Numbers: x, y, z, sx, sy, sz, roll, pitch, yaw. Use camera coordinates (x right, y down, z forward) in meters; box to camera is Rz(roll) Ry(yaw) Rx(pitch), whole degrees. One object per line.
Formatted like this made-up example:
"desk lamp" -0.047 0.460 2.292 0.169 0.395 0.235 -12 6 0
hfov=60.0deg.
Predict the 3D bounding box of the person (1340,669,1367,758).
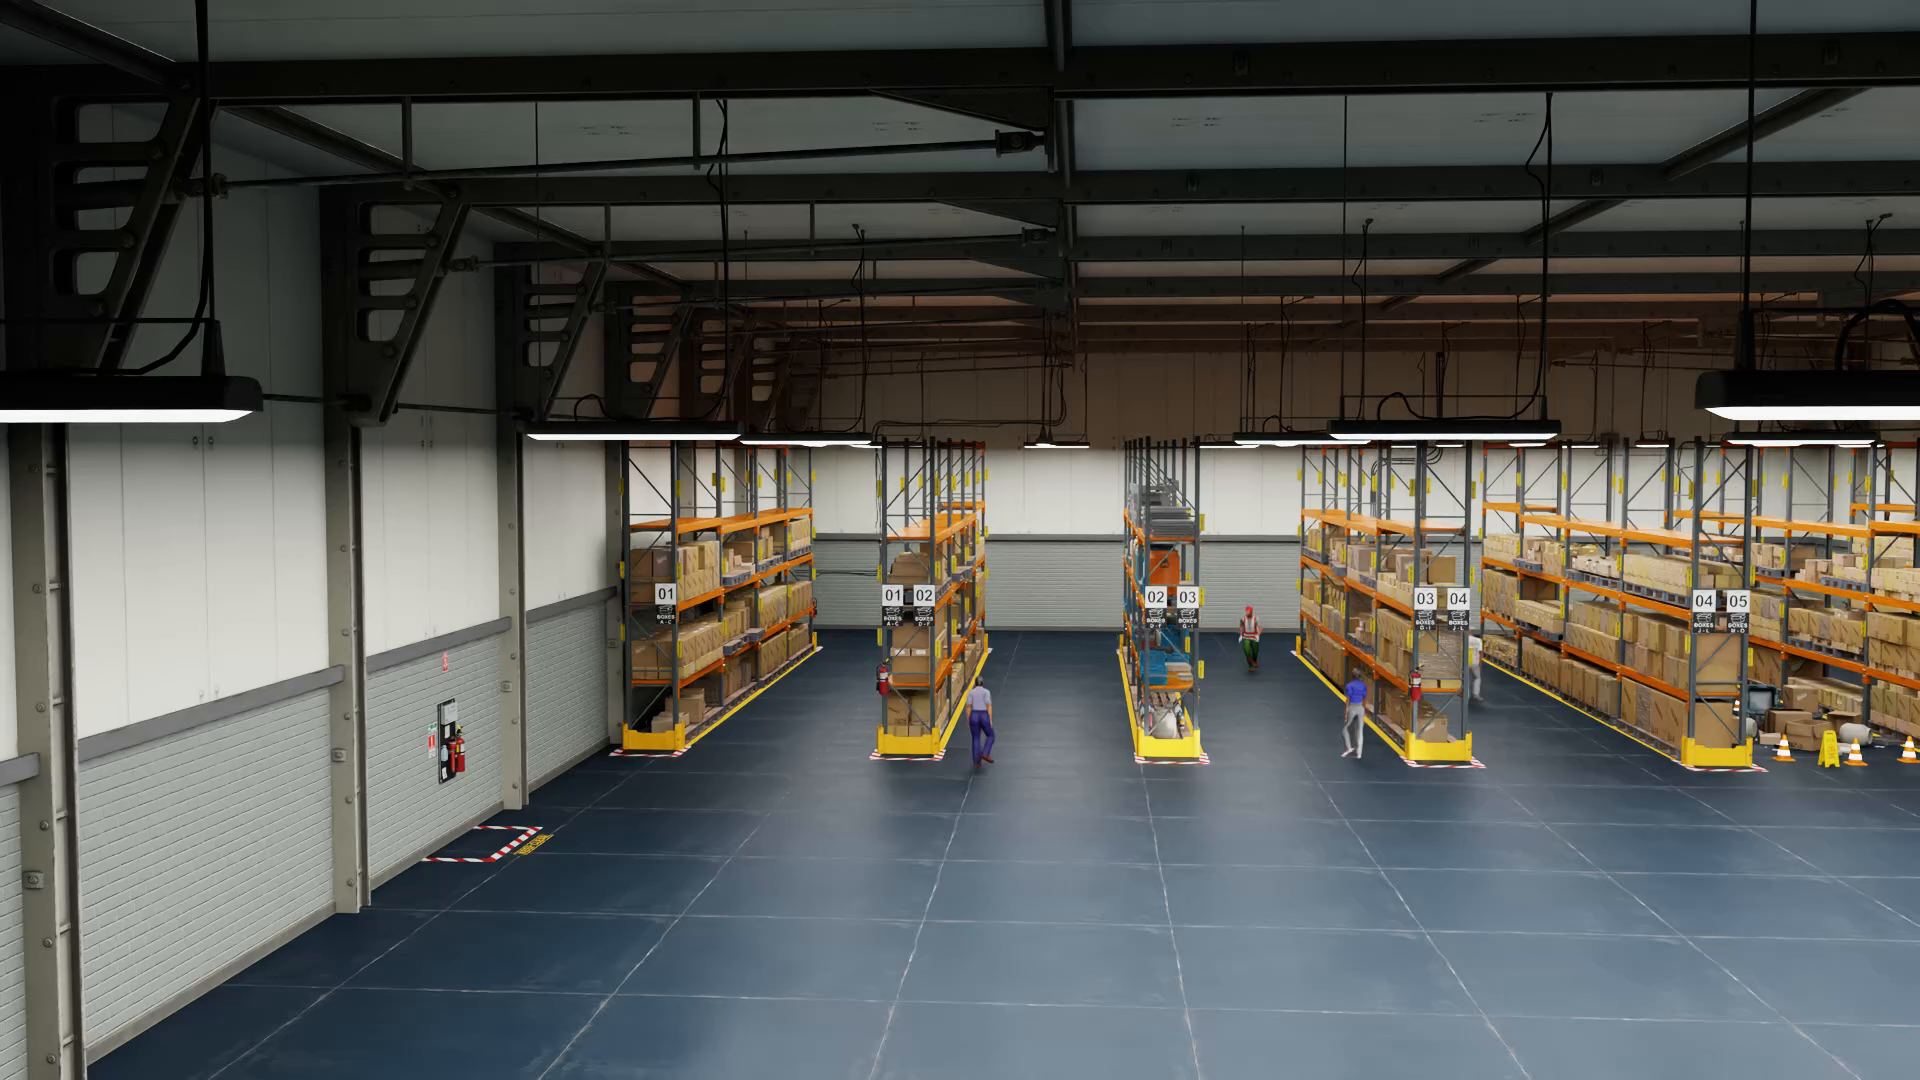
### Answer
"person" 7.345 3.282 31.005 0.508 1.553 0.463 0 3 -5

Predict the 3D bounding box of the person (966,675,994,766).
"person" 0.368 3.282 30.185 0.536 1.637 0.462 1 3 15

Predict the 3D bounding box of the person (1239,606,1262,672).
"person" 7.580 2.556 43.427 0.589 1.699 0.793 1 3 14

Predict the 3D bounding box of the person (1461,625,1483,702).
"person" 11.617 2.823 37.828 0.574 1.760 0.540 1 3 11
